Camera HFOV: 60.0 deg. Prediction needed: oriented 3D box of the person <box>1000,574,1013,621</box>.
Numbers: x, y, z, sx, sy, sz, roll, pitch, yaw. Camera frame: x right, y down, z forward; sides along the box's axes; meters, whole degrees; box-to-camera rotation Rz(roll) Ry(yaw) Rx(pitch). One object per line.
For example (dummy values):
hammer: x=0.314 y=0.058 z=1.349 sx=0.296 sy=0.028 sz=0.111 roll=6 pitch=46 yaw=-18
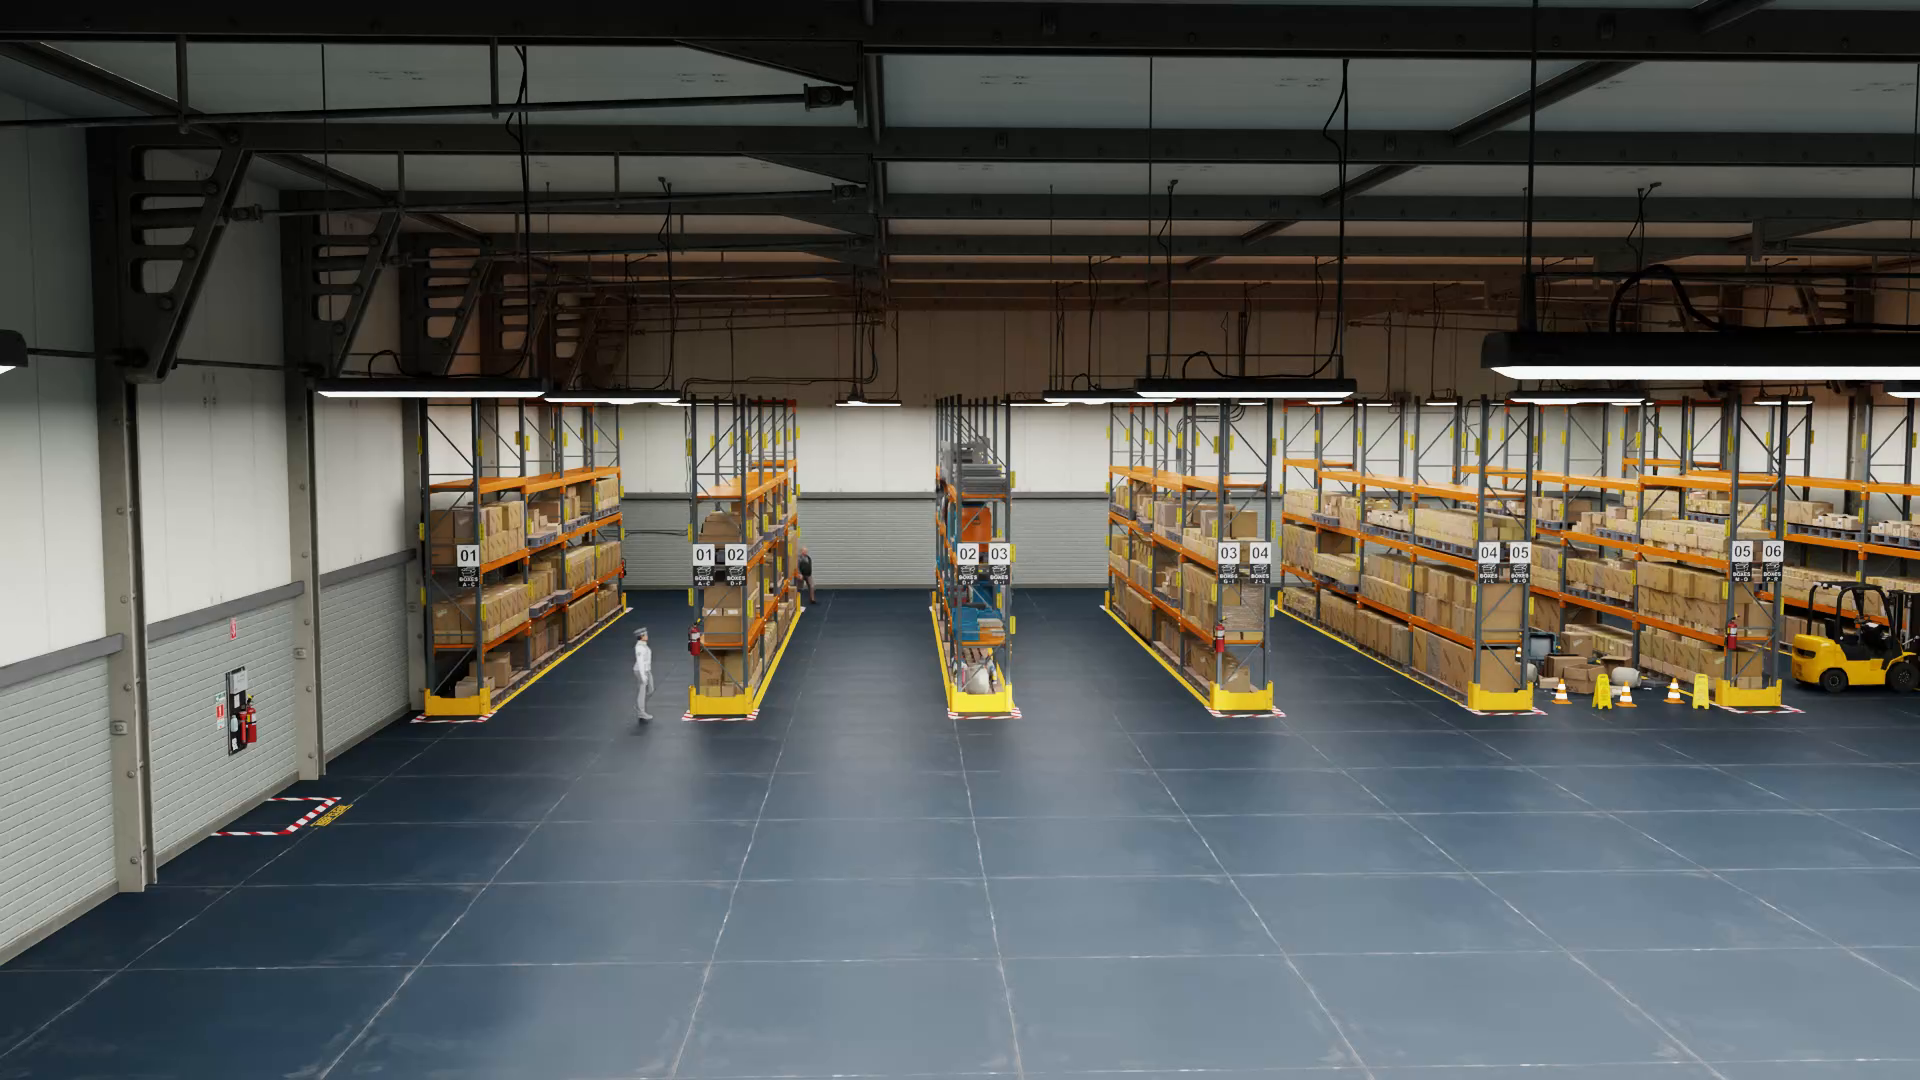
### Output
person: x=1.236 y=1.300 z=45.137 sx=0.543 sy=1.793 sz=0.584 roll=3 pitch=5 yaw=33

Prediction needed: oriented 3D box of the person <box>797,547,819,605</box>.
person: x=-4.529 y=1.053 z=48.801 sx=0.614 sy=1.686 sz=0.994 roll=-4 pitch=6 yaw=-40

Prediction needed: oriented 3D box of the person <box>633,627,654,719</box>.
person: x=-5.911 y=2.459 z=30.856 sx=0.455 sy=1.691 sz=0.543 roll=1 pitch=5 yaw=7

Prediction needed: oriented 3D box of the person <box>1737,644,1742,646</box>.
person: x=17.129 y=1.990 z=36.661 sx=0.446 sy=1.662 sz=0.498 roll=4 pitch=6 yaw=44
